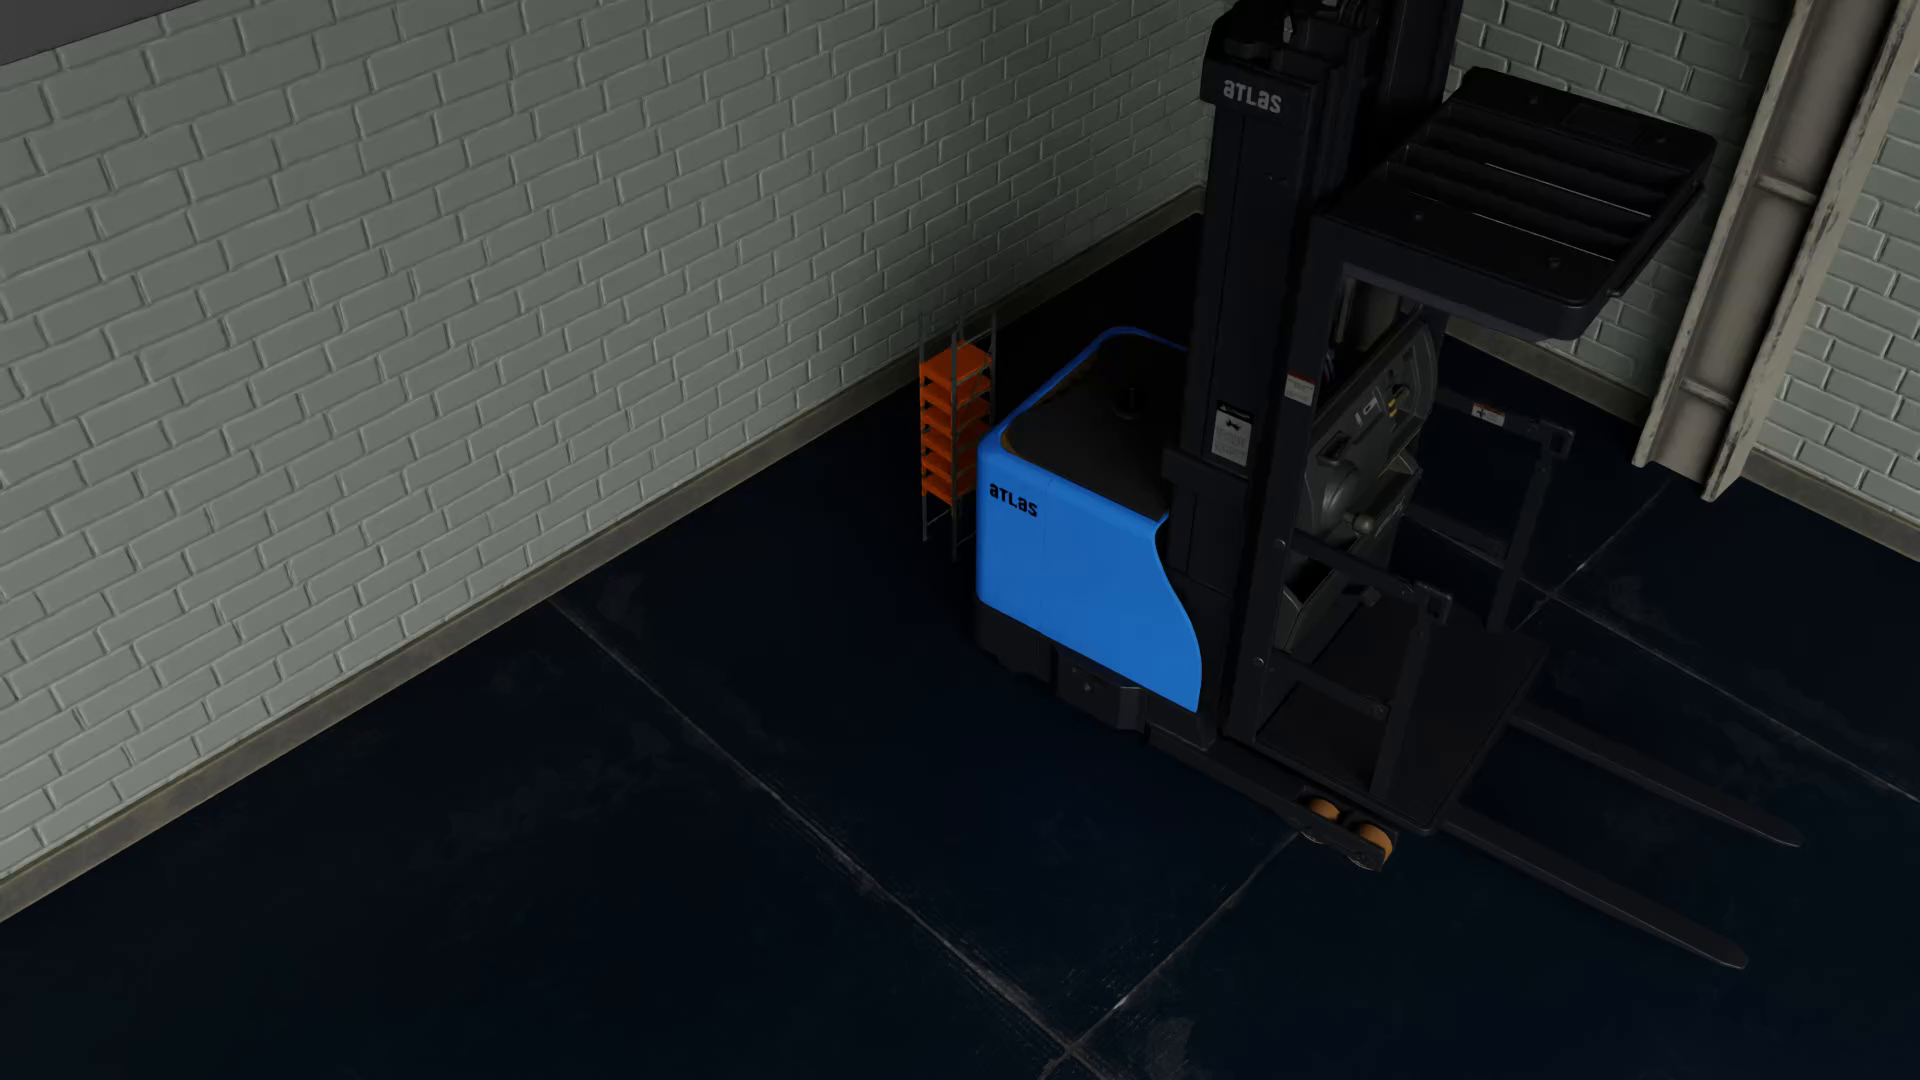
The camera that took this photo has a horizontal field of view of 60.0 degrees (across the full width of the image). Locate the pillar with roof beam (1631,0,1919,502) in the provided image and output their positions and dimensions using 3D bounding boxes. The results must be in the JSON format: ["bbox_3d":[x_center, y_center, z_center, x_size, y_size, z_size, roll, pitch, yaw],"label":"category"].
[{"bbox_3d":[0.277,-1.575,2.324,9.100,9.000,0.400,-34,53,-31],"label":"pillar with roof beam"}]

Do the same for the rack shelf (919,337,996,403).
[{"bbox_3d":[-0.010,-0.679,6.636,0.258,0.103,0.180,-34,53,-31],"label":"rack shelf"}]

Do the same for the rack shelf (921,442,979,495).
[{"bbox_3d":[-0.010,-0.327,6.962,0.258,0.103,0.180,-34,53,-31],"label":"rack shelf"}]

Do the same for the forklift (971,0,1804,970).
[{"bbox_3d":[1.531,-0.308,5.424,3.031,2.935,1.130,27,49,26],"label":"forklift"}]

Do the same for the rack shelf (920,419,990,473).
[{"bbox_3d":[-0.010,-0.415,6.880,0.258,0.103,0.180,-34,53,-31],"label":"rack shelf"}]

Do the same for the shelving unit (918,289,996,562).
[{"bbox_3d":[-0.010,-0.448,6.850,0.258,1.200,0.189,-34,53,-31],"label":"shelving unit"}]

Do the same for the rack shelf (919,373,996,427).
[{"bbox_3d":[-0.010,-0.591,6.718,0.258,0.103,0.180,-34,53,-31],"label":"rack shelf"}]

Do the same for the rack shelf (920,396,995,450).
[{"bbox_3d":[-0.010,-0.503,6.799,0.258,0.103,0.180,-34,53,-31],"label":"rack shelf"}]

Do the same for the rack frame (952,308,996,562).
[{"bbox_3d":[0.054,-0.404,6.803,0.240,1.200,0.006,-34,53,-31],"label":"rack frame"}]

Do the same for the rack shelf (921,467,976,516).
[{"bbox_3d":[-0.010,-0.239,7.043,0.258,0.103,0.180,-34,53,-31],"label":"rack shelf"}]

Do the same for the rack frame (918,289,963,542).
[{"bbox_3d":[-0.075,-0.492,6.898,0.240,1.200,0.006,-34,53,-31],"label":"rack frame"}]
